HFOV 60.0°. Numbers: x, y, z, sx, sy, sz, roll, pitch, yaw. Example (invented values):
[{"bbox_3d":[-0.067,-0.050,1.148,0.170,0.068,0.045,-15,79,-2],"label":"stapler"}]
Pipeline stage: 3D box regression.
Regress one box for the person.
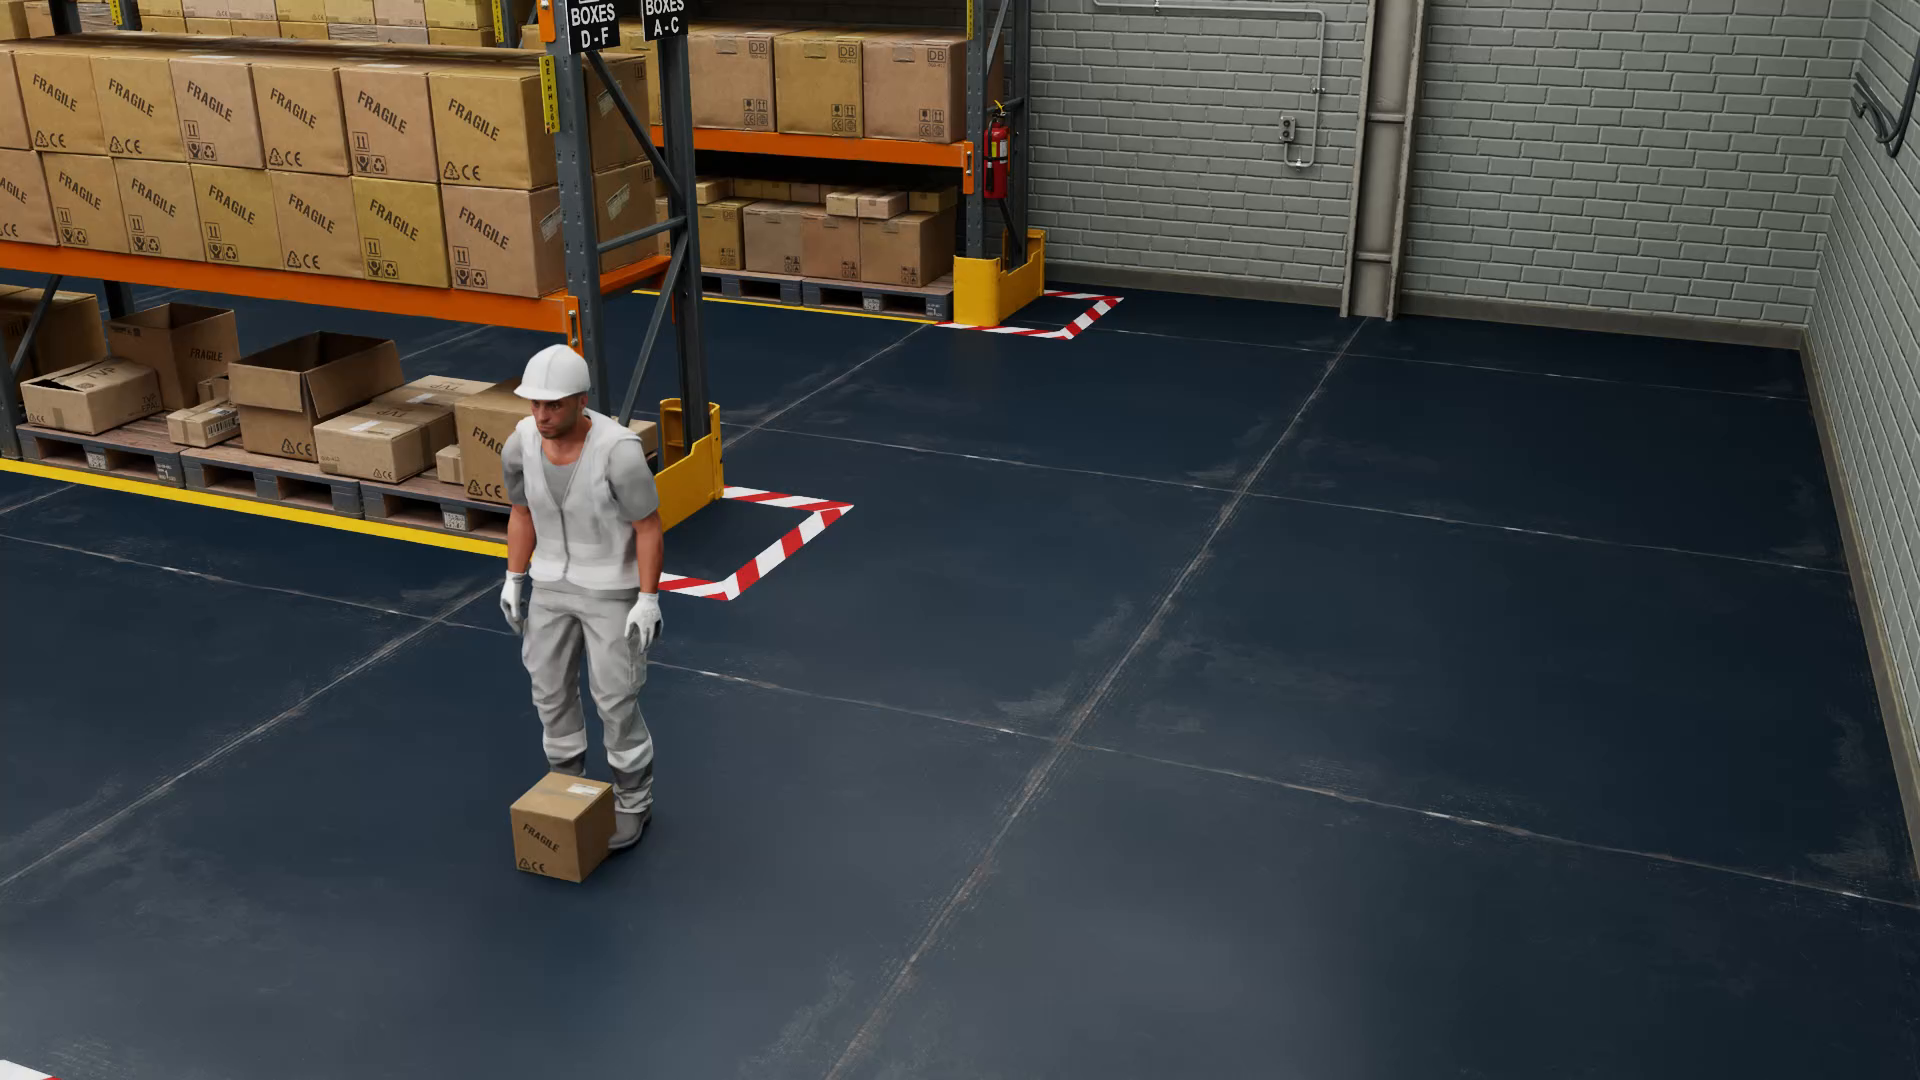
[{"bbox_3d":[-1.276,0.193,5.599,0.600,1.778,0.451,8,23,18],"label":"person"}]
